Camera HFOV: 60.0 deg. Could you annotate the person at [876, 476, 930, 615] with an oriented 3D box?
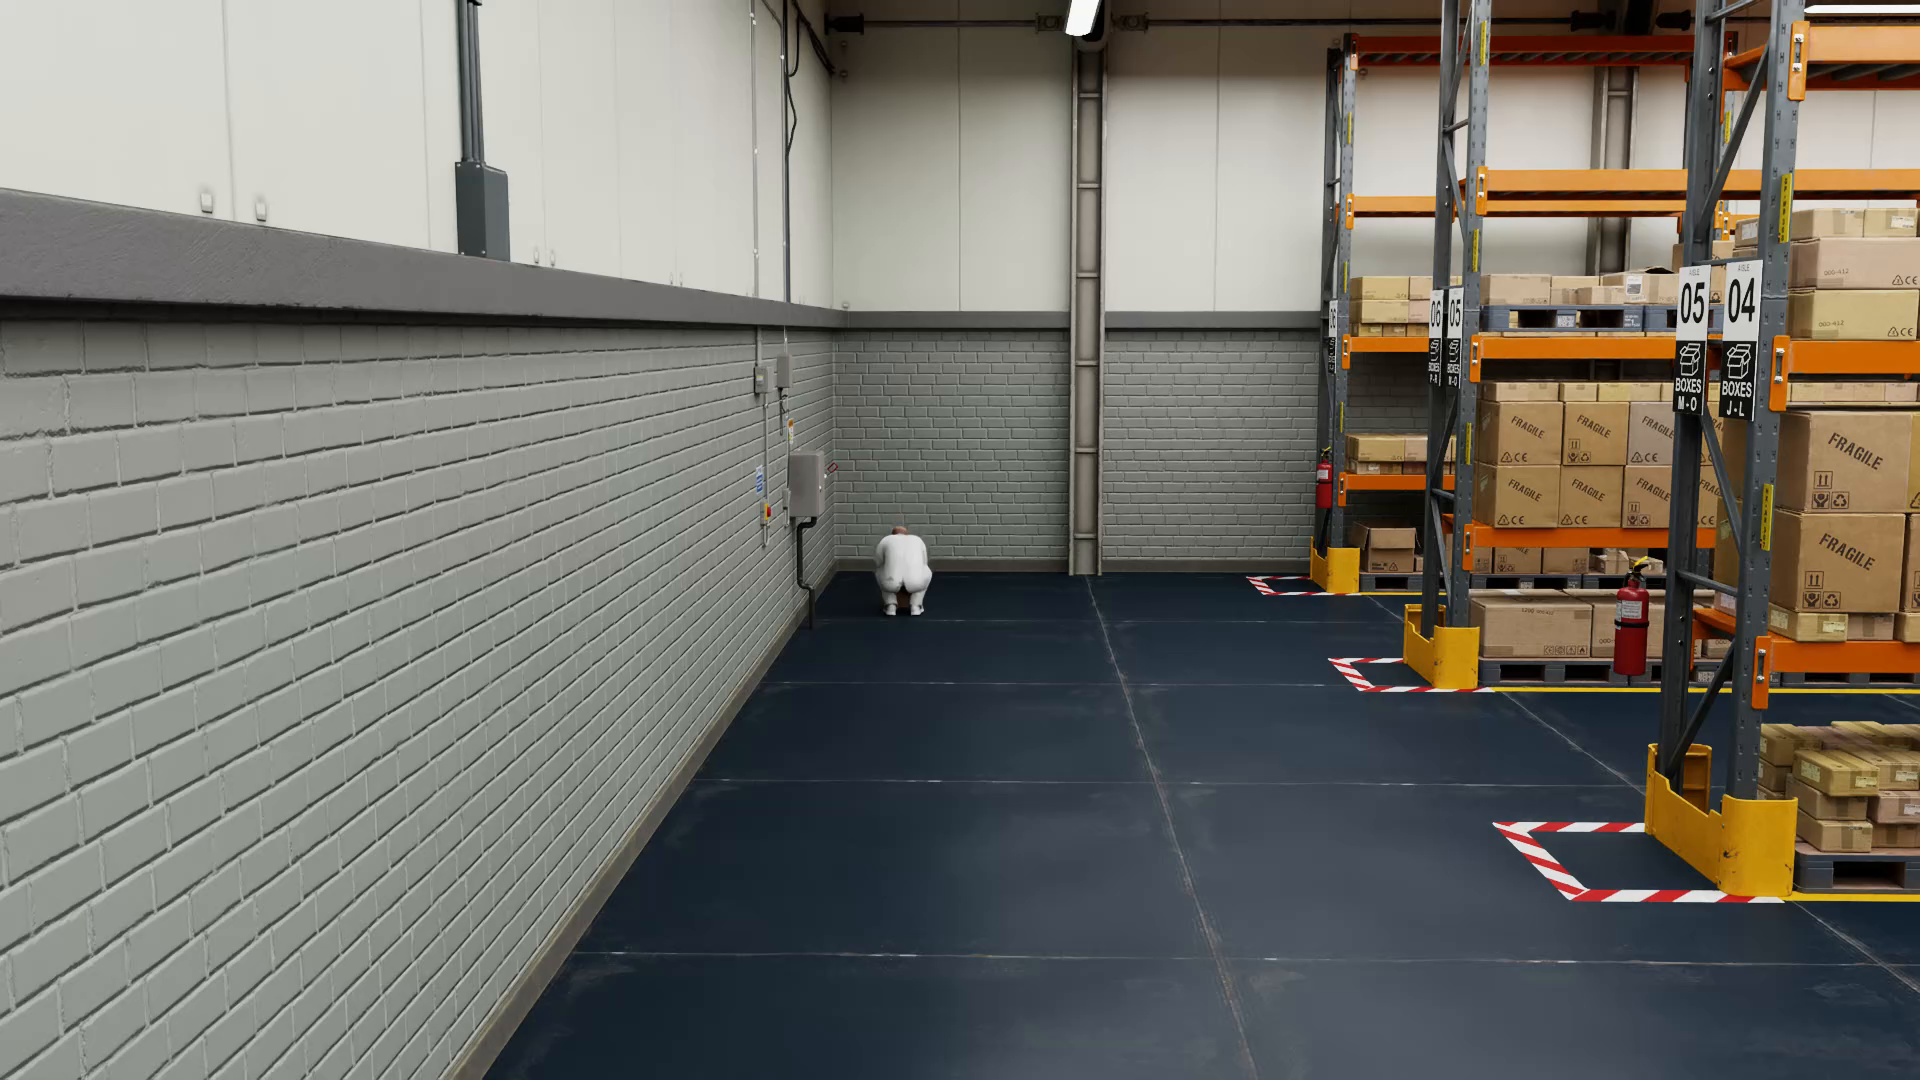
[{"bbox_3d":[-0.578,0.049,17.103,0.554,1.370,0.891,0,7,0],"label":"person"}]
